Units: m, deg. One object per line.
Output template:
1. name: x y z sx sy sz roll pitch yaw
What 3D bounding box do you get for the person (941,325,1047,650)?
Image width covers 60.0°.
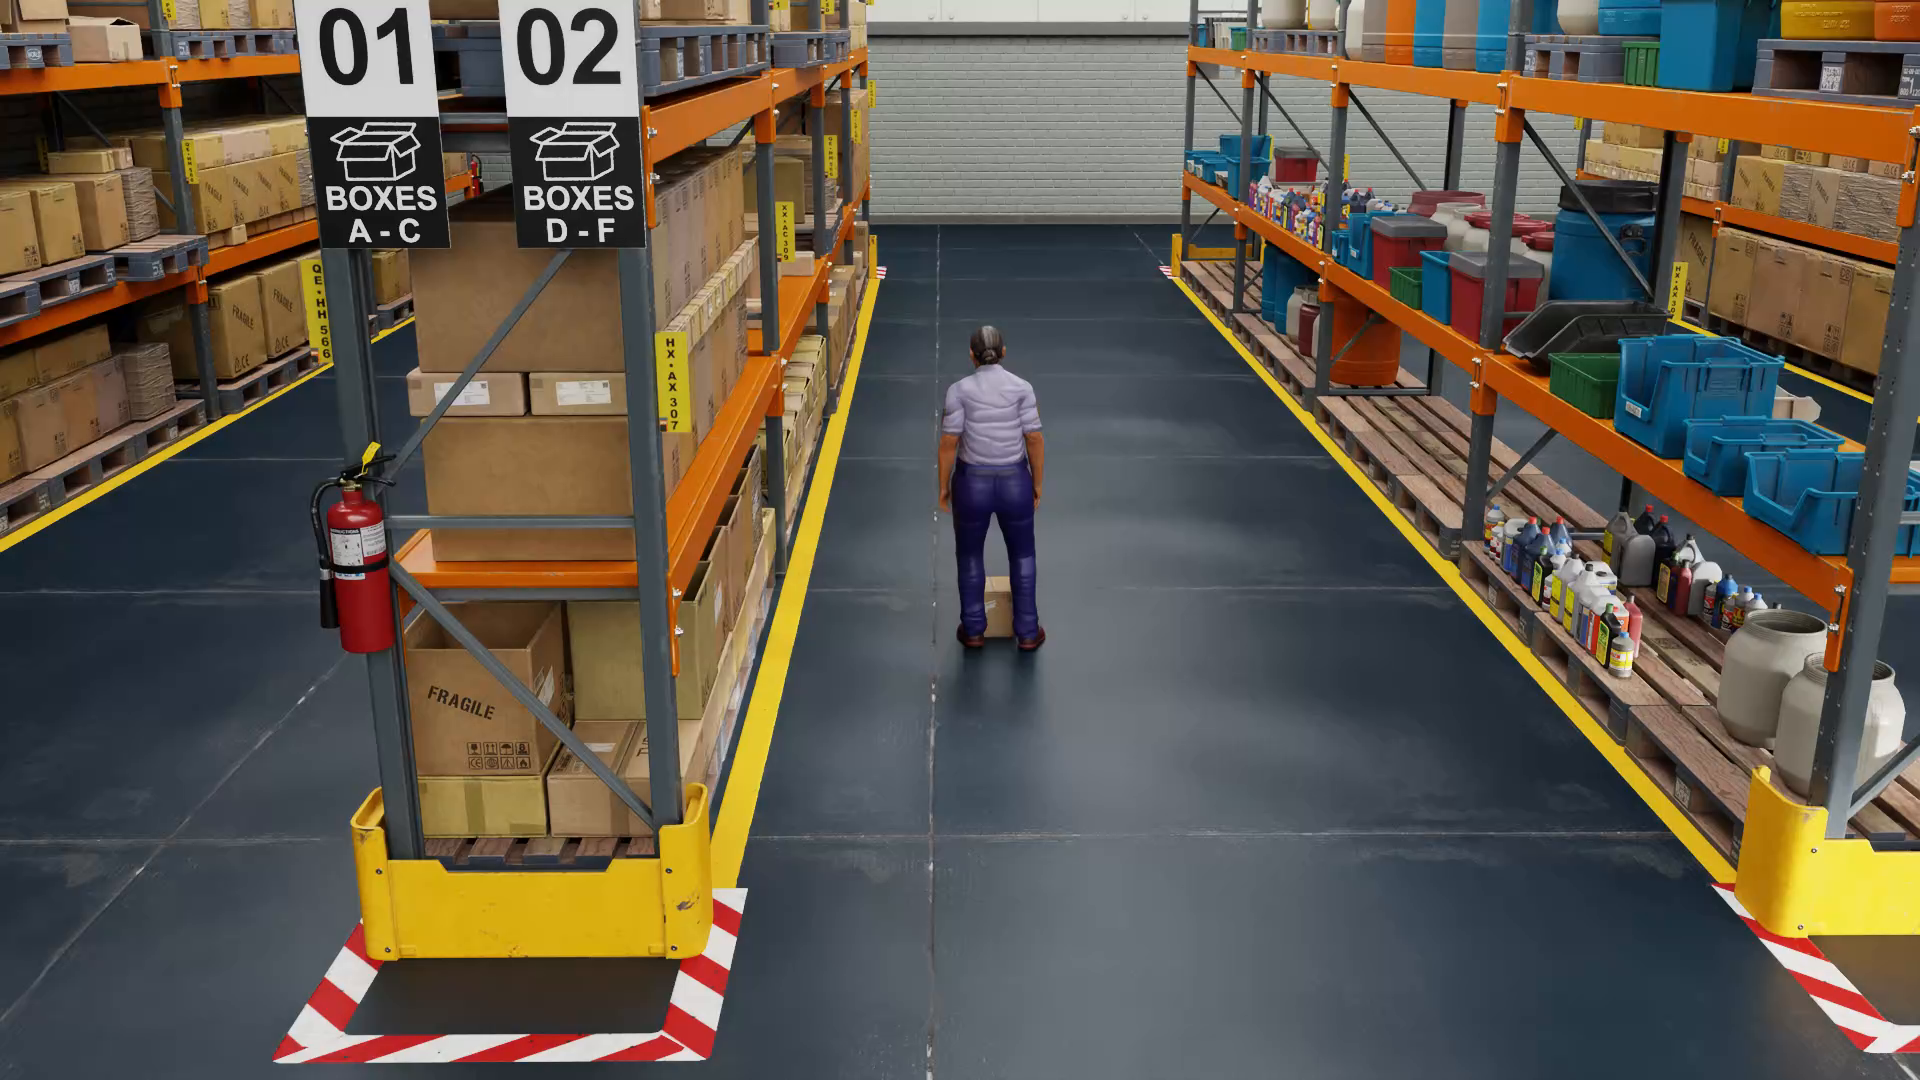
1. person: 0.176 -0.254 8.377 0.544 1.652 0.414 0 17 -1
